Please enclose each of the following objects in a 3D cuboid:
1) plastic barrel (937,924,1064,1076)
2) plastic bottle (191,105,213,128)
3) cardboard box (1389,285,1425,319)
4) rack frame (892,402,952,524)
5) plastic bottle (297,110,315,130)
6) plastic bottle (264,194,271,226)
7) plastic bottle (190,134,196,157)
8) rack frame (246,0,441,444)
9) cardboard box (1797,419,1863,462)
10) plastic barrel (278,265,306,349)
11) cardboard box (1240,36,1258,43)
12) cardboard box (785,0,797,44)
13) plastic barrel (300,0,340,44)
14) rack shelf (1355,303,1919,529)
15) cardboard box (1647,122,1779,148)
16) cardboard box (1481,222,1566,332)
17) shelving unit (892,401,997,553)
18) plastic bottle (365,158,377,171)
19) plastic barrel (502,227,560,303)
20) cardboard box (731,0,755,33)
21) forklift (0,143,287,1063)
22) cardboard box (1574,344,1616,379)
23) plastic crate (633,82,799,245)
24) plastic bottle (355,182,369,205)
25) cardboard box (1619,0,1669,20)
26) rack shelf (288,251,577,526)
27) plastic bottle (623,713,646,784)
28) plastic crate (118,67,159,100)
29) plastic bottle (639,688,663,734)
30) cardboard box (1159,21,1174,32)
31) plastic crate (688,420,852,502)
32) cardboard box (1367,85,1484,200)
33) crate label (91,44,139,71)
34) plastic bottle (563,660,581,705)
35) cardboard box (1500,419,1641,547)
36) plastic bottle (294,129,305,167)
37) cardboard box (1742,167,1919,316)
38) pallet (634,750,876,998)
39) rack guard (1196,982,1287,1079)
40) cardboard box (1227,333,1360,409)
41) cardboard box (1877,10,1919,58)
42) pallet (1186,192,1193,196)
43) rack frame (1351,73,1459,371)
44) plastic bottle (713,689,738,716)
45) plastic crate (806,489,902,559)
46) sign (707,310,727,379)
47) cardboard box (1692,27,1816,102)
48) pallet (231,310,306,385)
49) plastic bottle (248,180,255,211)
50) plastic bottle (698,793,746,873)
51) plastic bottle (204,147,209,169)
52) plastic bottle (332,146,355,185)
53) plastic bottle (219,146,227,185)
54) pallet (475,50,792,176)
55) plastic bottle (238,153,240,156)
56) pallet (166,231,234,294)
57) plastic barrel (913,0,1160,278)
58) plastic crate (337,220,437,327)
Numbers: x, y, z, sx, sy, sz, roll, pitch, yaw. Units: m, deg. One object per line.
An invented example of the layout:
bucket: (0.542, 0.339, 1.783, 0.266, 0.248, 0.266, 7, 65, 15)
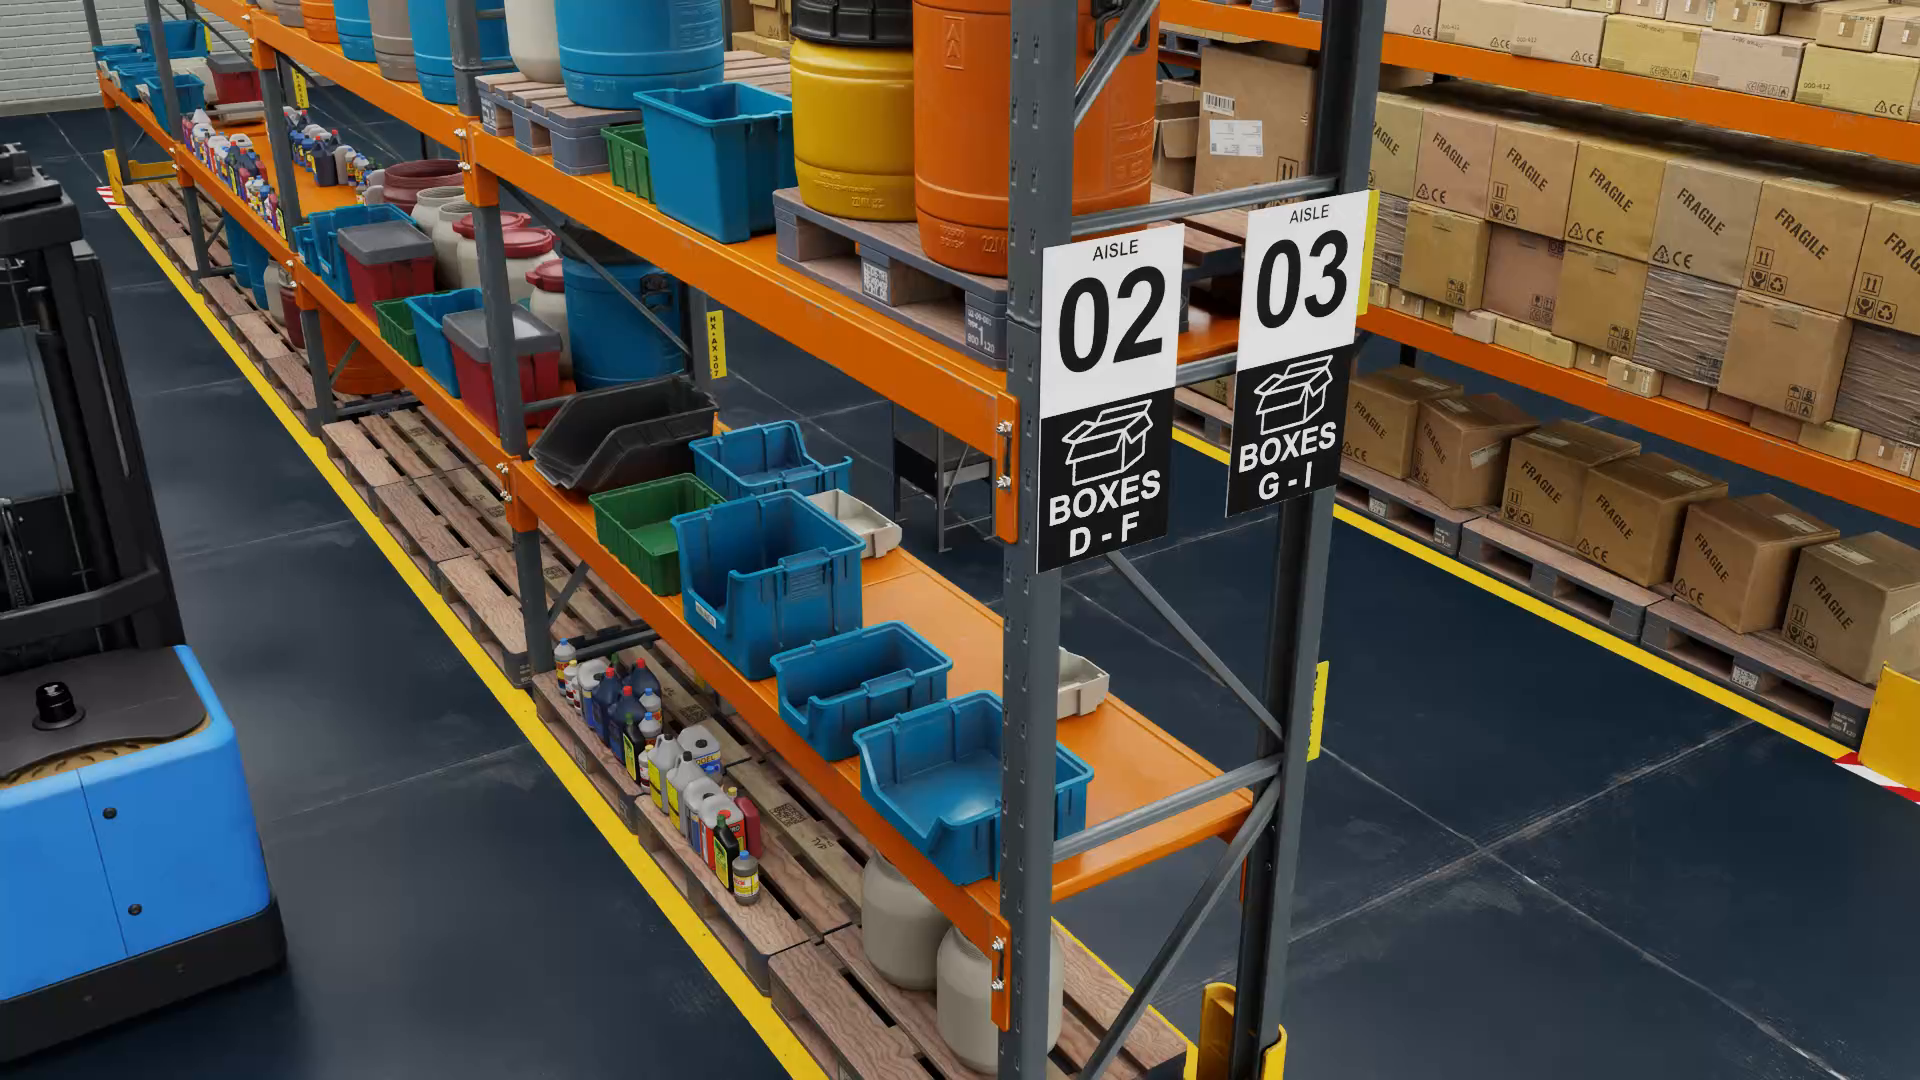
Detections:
plastic barrel: (0.134, 1.476, 5.531, 0.421, 0.512, 0.421, 0, 25, 0)
plastic bottle: (-6.051, -3.295, 13.274, 0.144, 0.351, 0.185, -16, 29, -30)
cardboard box: (2.674, -1.390, 9.476, 0.380, 0.149, 0.250, -16, 29, -30)
rack frame: (-0.224, -1.096, 9.612, 0.400, 2.100, 0.015, -16, 29, -30)
plastic bottle: (-5.117, -3.192, 13.057, 0.144, 0.351, 0.185, -16, 29, -30)
plastic bottle: (-4.615, -2.221, 11.174, 0.097, 0.201, 0.097, 0, 25, 0)
plastic bottle: (-6.000, -3.128, 13.096, 0.097, 0.201, 0.097, 0, 25, 0)
rack frame: (-3.810, -2.103, 10.690, 1.000, 3.000, 0.127, -16, 29, -30)
cardboard box: (4.063, -0.503, 7.596, 0.380, 0.149, 0.250, -16, 29, -30)
plastic barrel: (-4.708, -1.777, 12.333, 0.600, 0.588, 0.708, -16, 29, -30)
cardboard box: (3.049, -5.079, 16.797, 0.380, 0.149, 0.250, -17, 30, -32)
cardboard box: (-1.124, -4.712, 14.925, 0.797, 0.503, 0.637, -15, 29, -29)
plastic barrel: (-3.187, -3.075, 8.733, 0.600, 0.830, 0.708, -16, 29, -30)
rack shelf: (3.615, -0.786, 8.743, 1.077, 0.370, 4.000, -16, 29, -30)
cardboard box: (3.816, -1.824, 8.463, 0.500, 0.500, 0.500, -16, 29, -30)
cardboard box: (3.318, -1.488, 8.923, 0.875, 0.500, 0.500, -16, 29, -30)
shelving unit: (-0.090, -1.009, 9.427, 0.431, 2.100, 0.503, -16, 29, -30)
plastic bottle: (-4.189, -2.587, 11.852, 0.061, 0.283, 0.133, -16, 29, -30)
plastic barrel: (-2.366, -1.389, 9.020, 0.433, 0.535, 0.433, 0, 25, 0)
cardboard box: (-2.319, -5.196, 16.191, 0.500, 0.500, 0.500, -15, 29, -28)
forklift: (-3.791, -0.093, 6.514, 1.130, 2.935, 3.031, -16, 30, -31)
cardboard box: (3.393, -0.953, 8.550, 0.380, 0.149, 0.250, -16, 29, -30)
plastic crate: (-0.736, -1.202, 5.288, 0.392, 0.384, 0.575, -16, 29, -30)
plastic bottle: (-4.123, -2.373, 11.495, 0.097, 0.201, 0.097, 0, 25, 0)
cardboard box: (3.355, -2.565, 7.865, 0.380, 0.149, 0.250, -15, 29, -28)
rack shelf: (-2.719, -1.062, 9.329, 1.077, 0.370, 4.000, -16, 29, -30)
plastic bottle: (-1.376, 0.879, 7.041, 0.061, 0.283, 0.133, -14, 29, -27)
plastic crate: (-7.436, -4.172, 15.200, 0.416, 0.233, 0.300, -16, 29, -30)
plastic bottle: (-1.353, 0.772, 7.282, 0.097, 0.271, 0.097, 0, 25, 0)
cardboard box: (2.353, -5.538, 17.769, 0.380, 0.149, 0.250, -15, 29, -29)
plastic crate: (-0.795, -0.272, 6.987, 0.499, 0.251, 0.616, -16, 29, -30)
cardboard box: (2.556, -2.238, 9.340, 0.500, 0.500, 0.500, -16, 29, -30)
crate label: (-8.319, -4.751, 16.425, 0.416, 0.233, 0.303, -16, 29, -30)
plastic bottle: (-1.765, 0.647, 7.628, 0.097, 0.201, 0.097, 0, 25, 0)
cardboard box: (3.432, -0.327, 9.364, 0.500, 0.500, 0.500, -19, 31, -34)
plastic bottle: (-5.054, -3.015, 12.773, 0.097, 0.271, 0.097, 0, 25, 0)
cardboard box: (3.922, -1.344, 7.447, 0.500, 0.500, 0.500, -16, 29, -30)
pallet: (-0.625, 1.276, 6.800, 1.003, 0.211, 1.213, -16, 29, -30)
rack guard: (0.476, 1.873, 5.197, 1.175, 0.500, 0.348, -16, 29, -30)
cardboard box: (2.206, -1.119, 11.020, 0.700, 0.500, 0.500, -18, 31, -33)
cardboard box: (4.009, -2.084, 6.845, 0.380, 0.149, 0.250, -17, 30, -32)
pallet: (1.454, -2.472, 11.697, 1.003, 0.211, 1.213, -16, 29, -30)
rack frame: (2.523, -1.826, 10.105, 1.000, 3.000, 0.127, -16, 29, -30)
plastic bottle: (-1.039, 0.636, 7.564, 0.152, 0.276, 0.135, -16, 29, -30)
plastic crate: (-0.528, -0.031, 6.611, 0.530, 0.136, 0.437, -16, 29, -30)
sign: (-1.160, -0.921, 7.864, 0.100, 0.325, 0.005, -16, 29, -30)
cardboard box: (3.683, -2.161, 7.475, 0.500, 0.250, 0.500, -15, 29, -28)
pallet: (-4.938, -1.550, 12.786, 1.003, 0.211, 1.213, -16, 29, -30)
plastic bottle: (-4.881, -2.395, 11.543, 0.097, 0.201, 0.097, 0, 25, 0)
plastic bottle: (-0.928, 1.140, 6.496, 0.152, 0.276, 0.135, -15, 29, -29)
plastic bottle: (-5.714, -2.941, 12.699, 0.097, 0.201, 0.097, 0, 25, 0)
plastic bottle: (-4.533, -2.773, 12.255, 0.152, 0.276, 0.135, -16, 29, -30)
plastic bottle: (-5.388, -2.759, 12.231, 0.097, 0.271, 0.097, 0, 25, 0)
pallet: (-1.151, -1.708, 6.561, 1.213, 0.211, 1.003, -16, 29, -30)
plastic bottle: (-5.135, -2.632, 11.948, 0.061, 0.283, 0.133, -16, 29, -30)
pallet: (-6.428, -2.526, 14.854, 1.003, 0.211, 1.213, -16, 29, -30)
plastic barrel: (0.185, -1.126, 4.113, 0.600, 0.830, 0.708, -16, 29, -30)
plastic crate: (-3.185, -1.482, 9.301, 0.402, 0.464, 0.583, -16, 29, -30)
